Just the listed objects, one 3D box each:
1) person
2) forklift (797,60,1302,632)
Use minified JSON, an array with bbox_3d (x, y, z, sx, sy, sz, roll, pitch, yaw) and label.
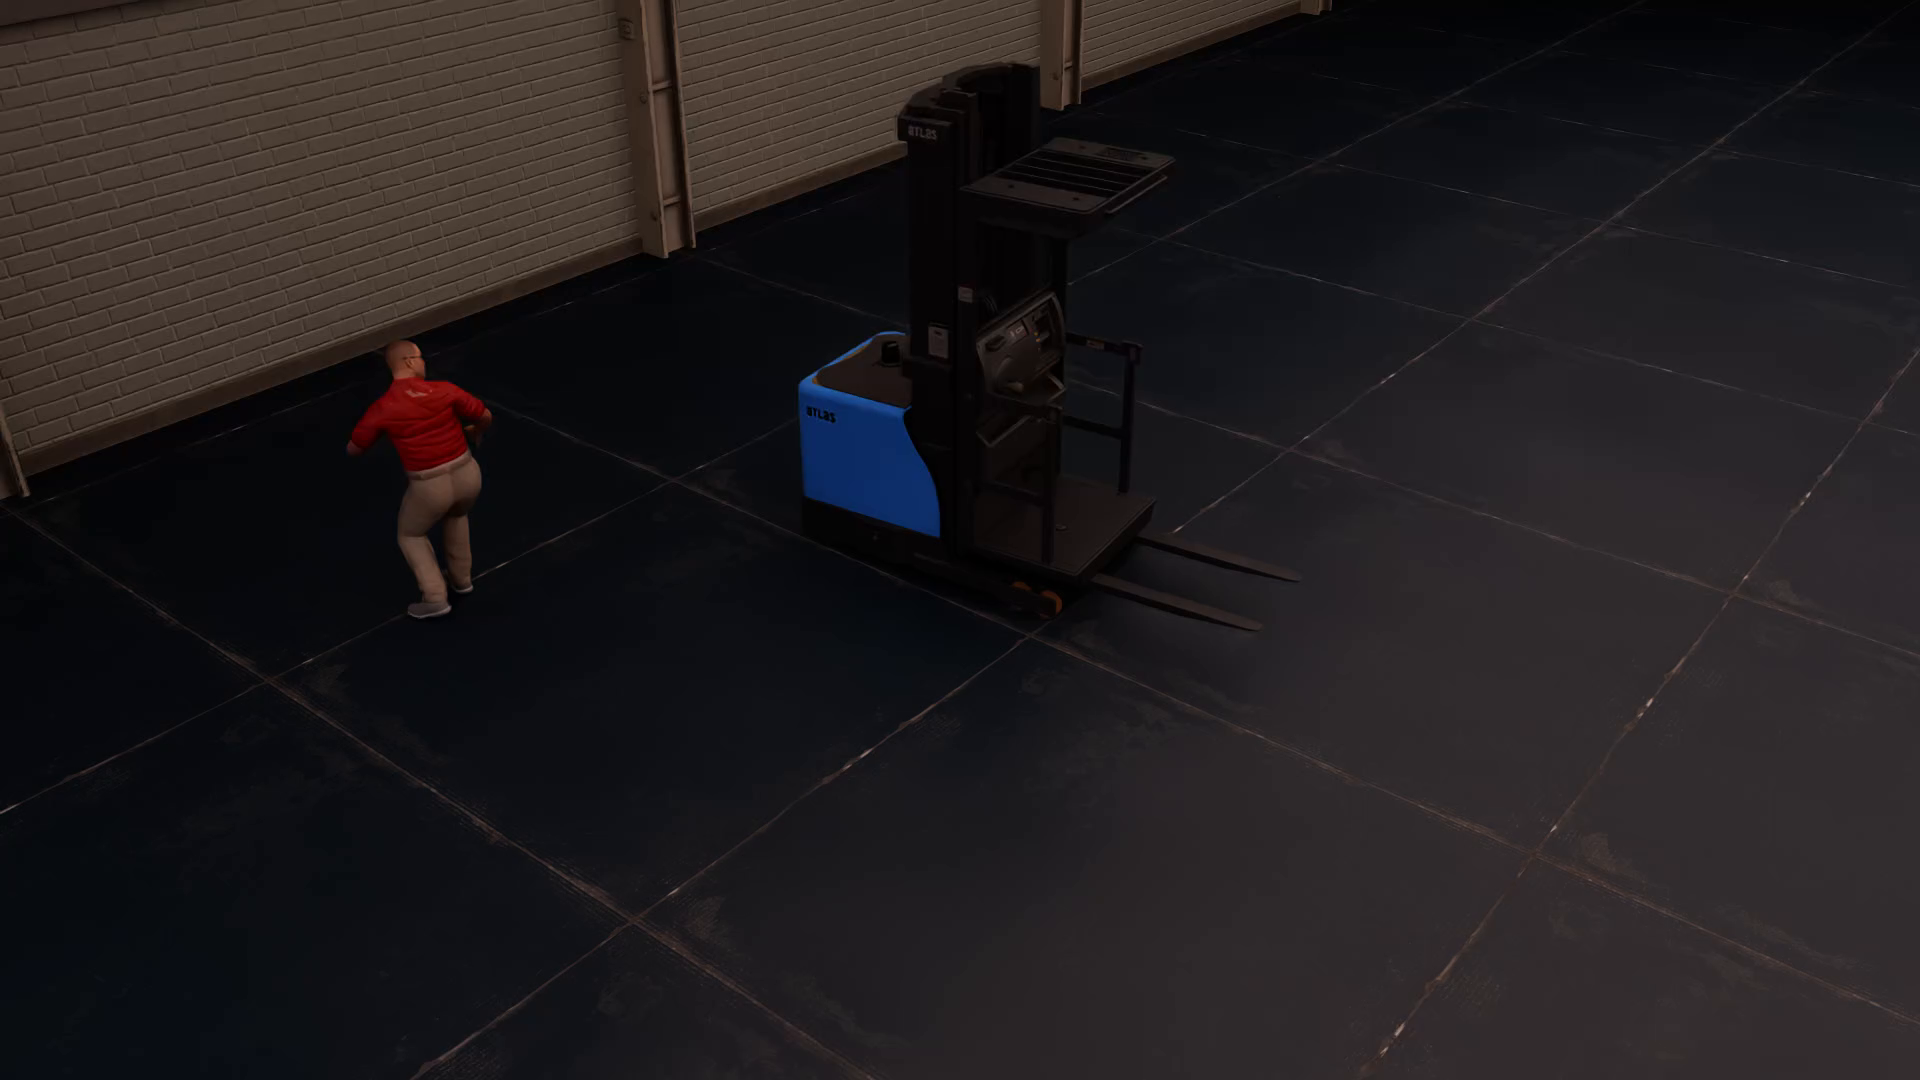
[{"bbox_3d":[-3.083,-0.386,9.556,0.783,1.670,0.700,-21,36,-31],"label":"person"},{"bbox_3d":[0.529,-1.110,9.494,3.031,2.935,1.130,17,34,27],"label":"forklift"}]
